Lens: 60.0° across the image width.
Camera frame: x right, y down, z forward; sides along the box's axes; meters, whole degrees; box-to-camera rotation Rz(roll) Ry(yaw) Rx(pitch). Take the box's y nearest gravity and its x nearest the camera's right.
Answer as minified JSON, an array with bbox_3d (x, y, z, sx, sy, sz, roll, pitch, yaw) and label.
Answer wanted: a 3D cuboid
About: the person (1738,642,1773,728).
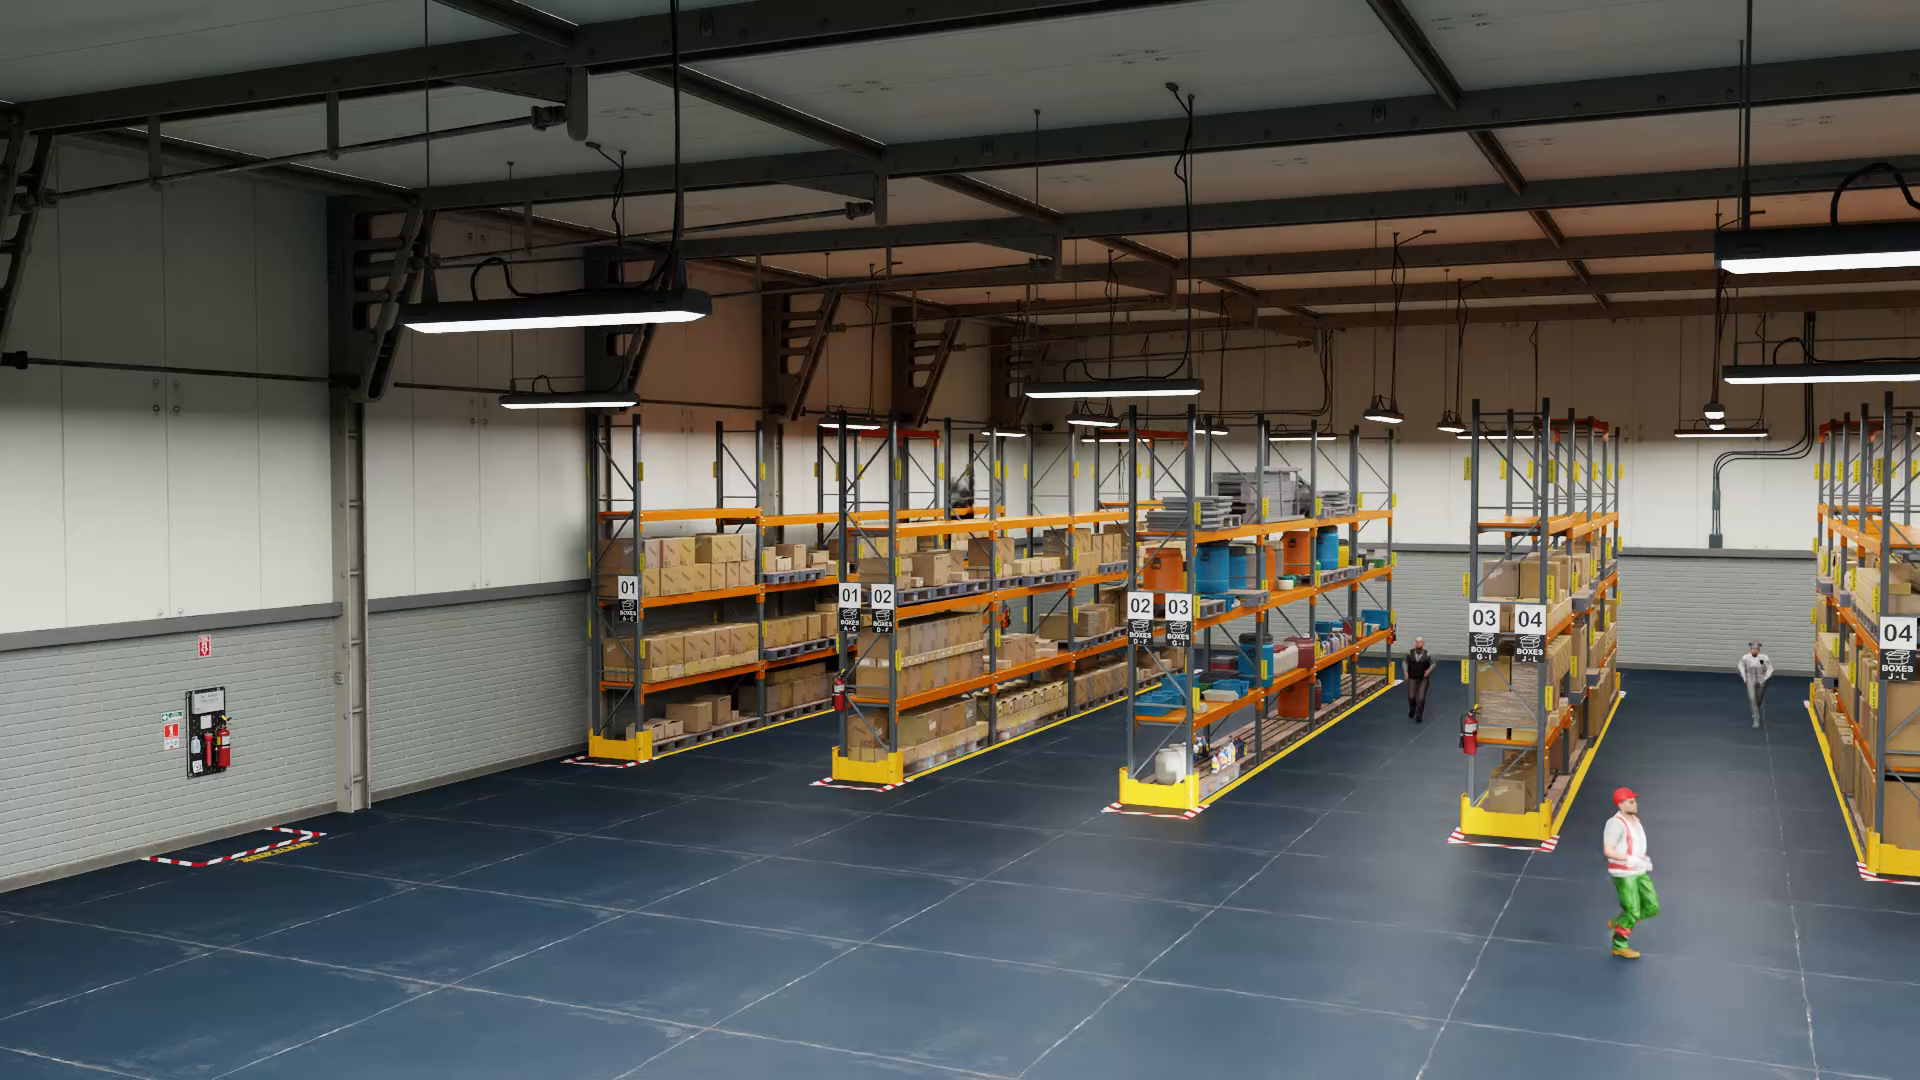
[{"bbox_3d":[15.772,2.836,32.969,0.618,1.683,1.011,1,3,22],"label":"person"}]

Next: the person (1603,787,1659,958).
[{"bbox_3d":[6.899,3.419,17.079,0.648,1.740,0.598,-2,3,-37],"label":"person"}]

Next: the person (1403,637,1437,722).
[{"bbox_3d":[9.171,2.791,33.231,0.671,1.689,0.568,1,2,19],"label":"person"}]
